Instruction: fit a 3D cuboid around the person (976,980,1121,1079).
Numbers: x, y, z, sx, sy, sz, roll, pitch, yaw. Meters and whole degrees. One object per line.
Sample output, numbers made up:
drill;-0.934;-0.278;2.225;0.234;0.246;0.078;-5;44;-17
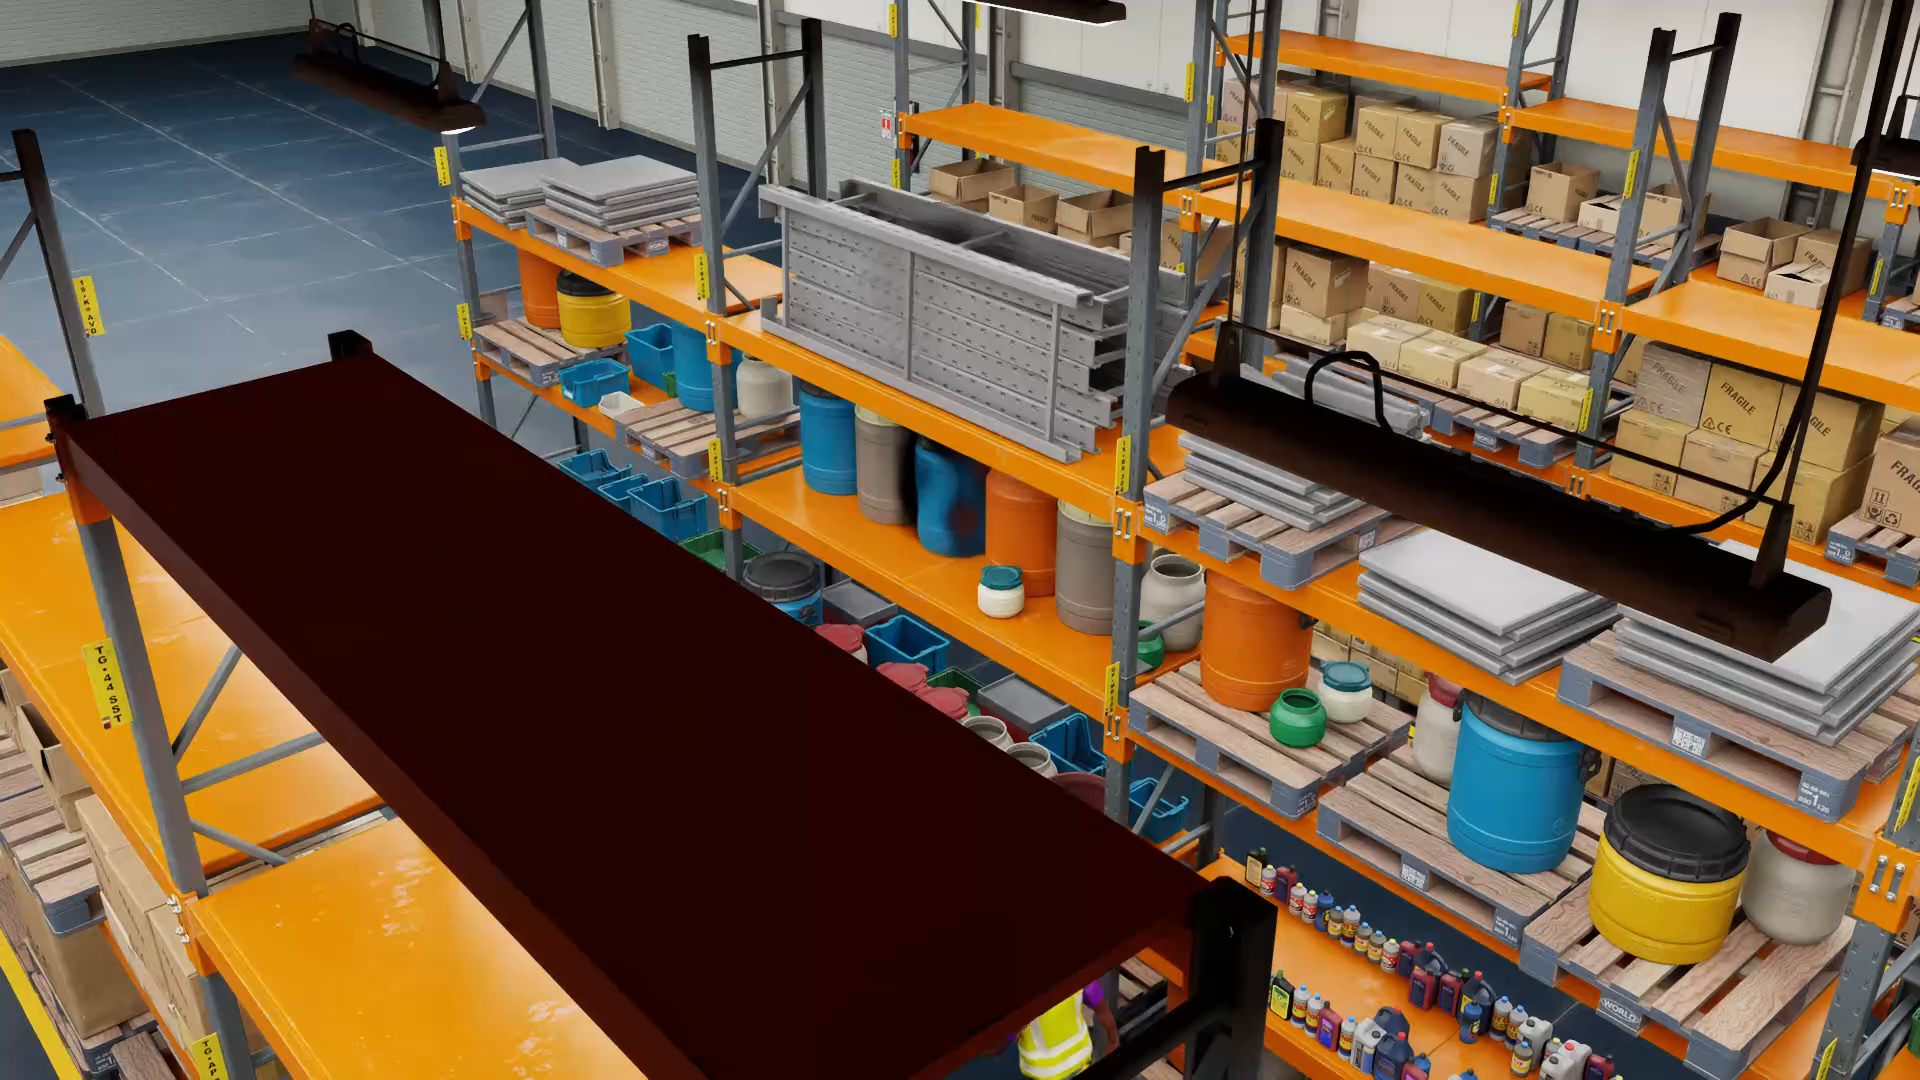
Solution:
person;0.501;2.902;9.320;0.694;1.730;0.732;-18;32;-31
